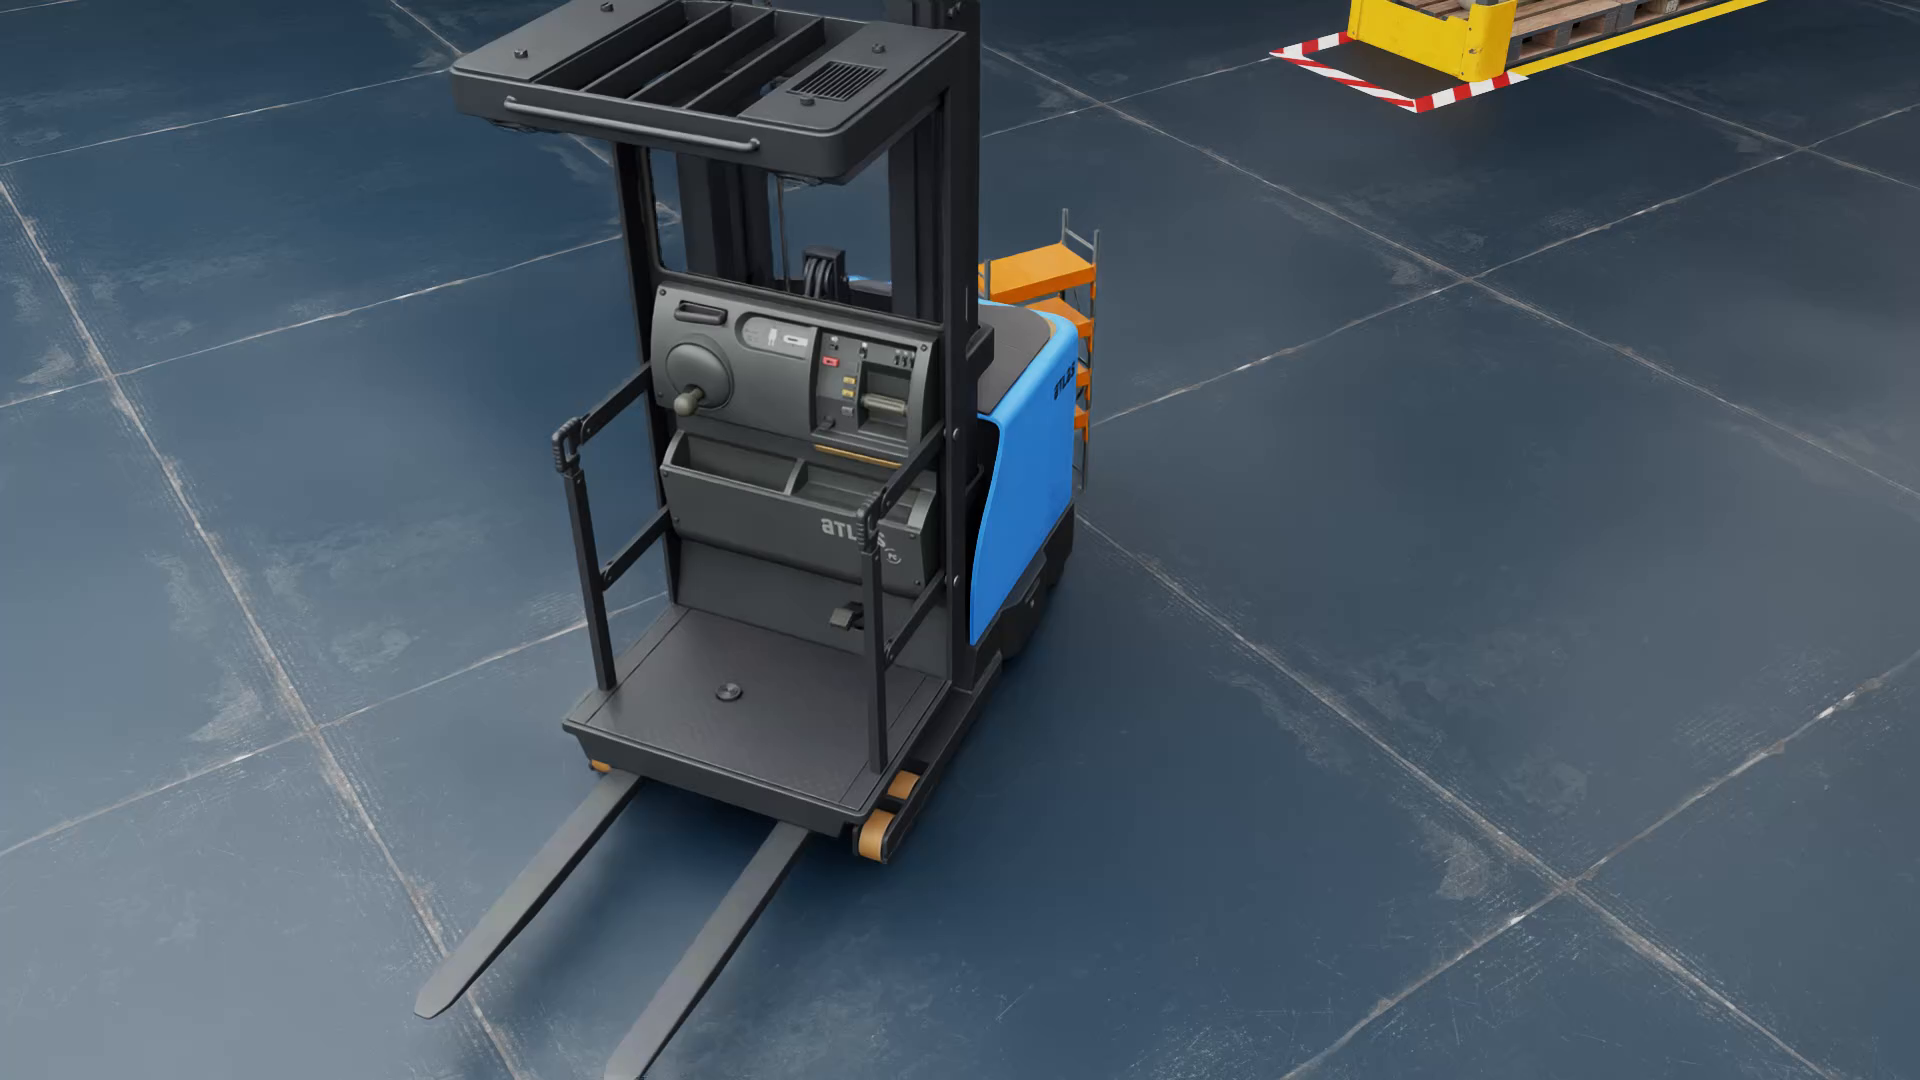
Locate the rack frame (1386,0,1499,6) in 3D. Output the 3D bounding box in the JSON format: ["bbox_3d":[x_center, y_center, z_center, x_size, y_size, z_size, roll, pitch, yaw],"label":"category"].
[{"bbox_3d":[3.134,-4.498,10.436,0.127,3.000,1.000,-22,41,-28],"label":"rack frame"}]

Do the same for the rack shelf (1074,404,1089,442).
[{"bbox_3d":[0.258,-0.459,6.816,0.480,0.148,0.258,-19,40,-24],"label":"rack shelf"}]

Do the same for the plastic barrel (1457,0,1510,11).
[{"bbox_3d":[3.628,-3.917,11.398,0.421,0.512,0.421,0,36,0],"label":"plastic barrel"}]

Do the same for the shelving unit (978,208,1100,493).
[{"bbox_3d":[0.258,-0.675,6.661,0.503,1.200,0.258,-19,40,-24],"label":"shelving unit"}]

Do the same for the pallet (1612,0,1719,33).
[{"bbox_3d":[4.833,-4.093,12.260,1.213,0.211,1.003,-22,41,-28],"label":"pallet"}]

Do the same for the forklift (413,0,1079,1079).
[{"bbox_3d":[-0.601,-0.448,4.862,1.130,2.935,3.031,14,38,19],"label":"forklift"}]

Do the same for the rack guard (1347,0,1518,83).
[{"bbox_3d":[3.169,-3.532,11.232,0.348,0.500,1.175,-22,41,-28],"label":"rack guard"}]

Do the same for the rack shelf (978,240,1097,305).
[{"bbox_3d":[0.258,-0.994,6.431,0.480,0.148,0.258,-19,40,-24],"label":"rack shelf"}]

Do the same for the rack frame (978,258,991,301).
[{"bbox_3d":[0.047,-0.602,6.560,0.015,1.200,0.240,-19,40,-24],"label":"rack frame"}]

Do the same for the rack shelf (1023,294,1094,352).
[{"bbox_3d":[0.258,-0.802,6.569,0.480,0.148,0.258,-19,40,-24],"label":"rack shelf"}]

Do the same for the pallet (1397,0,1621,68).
[{"bbox_3d":[3.836,-3.685,11.693,1.213,0.211,1.003,-22,41,-28],"label":"pallet"}]

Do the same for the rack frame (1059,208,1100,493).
[{"bbox_3d":[0.468,-0.747,6.761,0.015,1.200,0.240,-19,40,-24],"label":"rack frame"}]

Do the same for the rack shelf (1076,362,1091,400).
[{"bbox_3d":[0.258,-0.620,6.700,0.480,0.148,0.258,-19,40,-24],"label":"rack shelf"}]
